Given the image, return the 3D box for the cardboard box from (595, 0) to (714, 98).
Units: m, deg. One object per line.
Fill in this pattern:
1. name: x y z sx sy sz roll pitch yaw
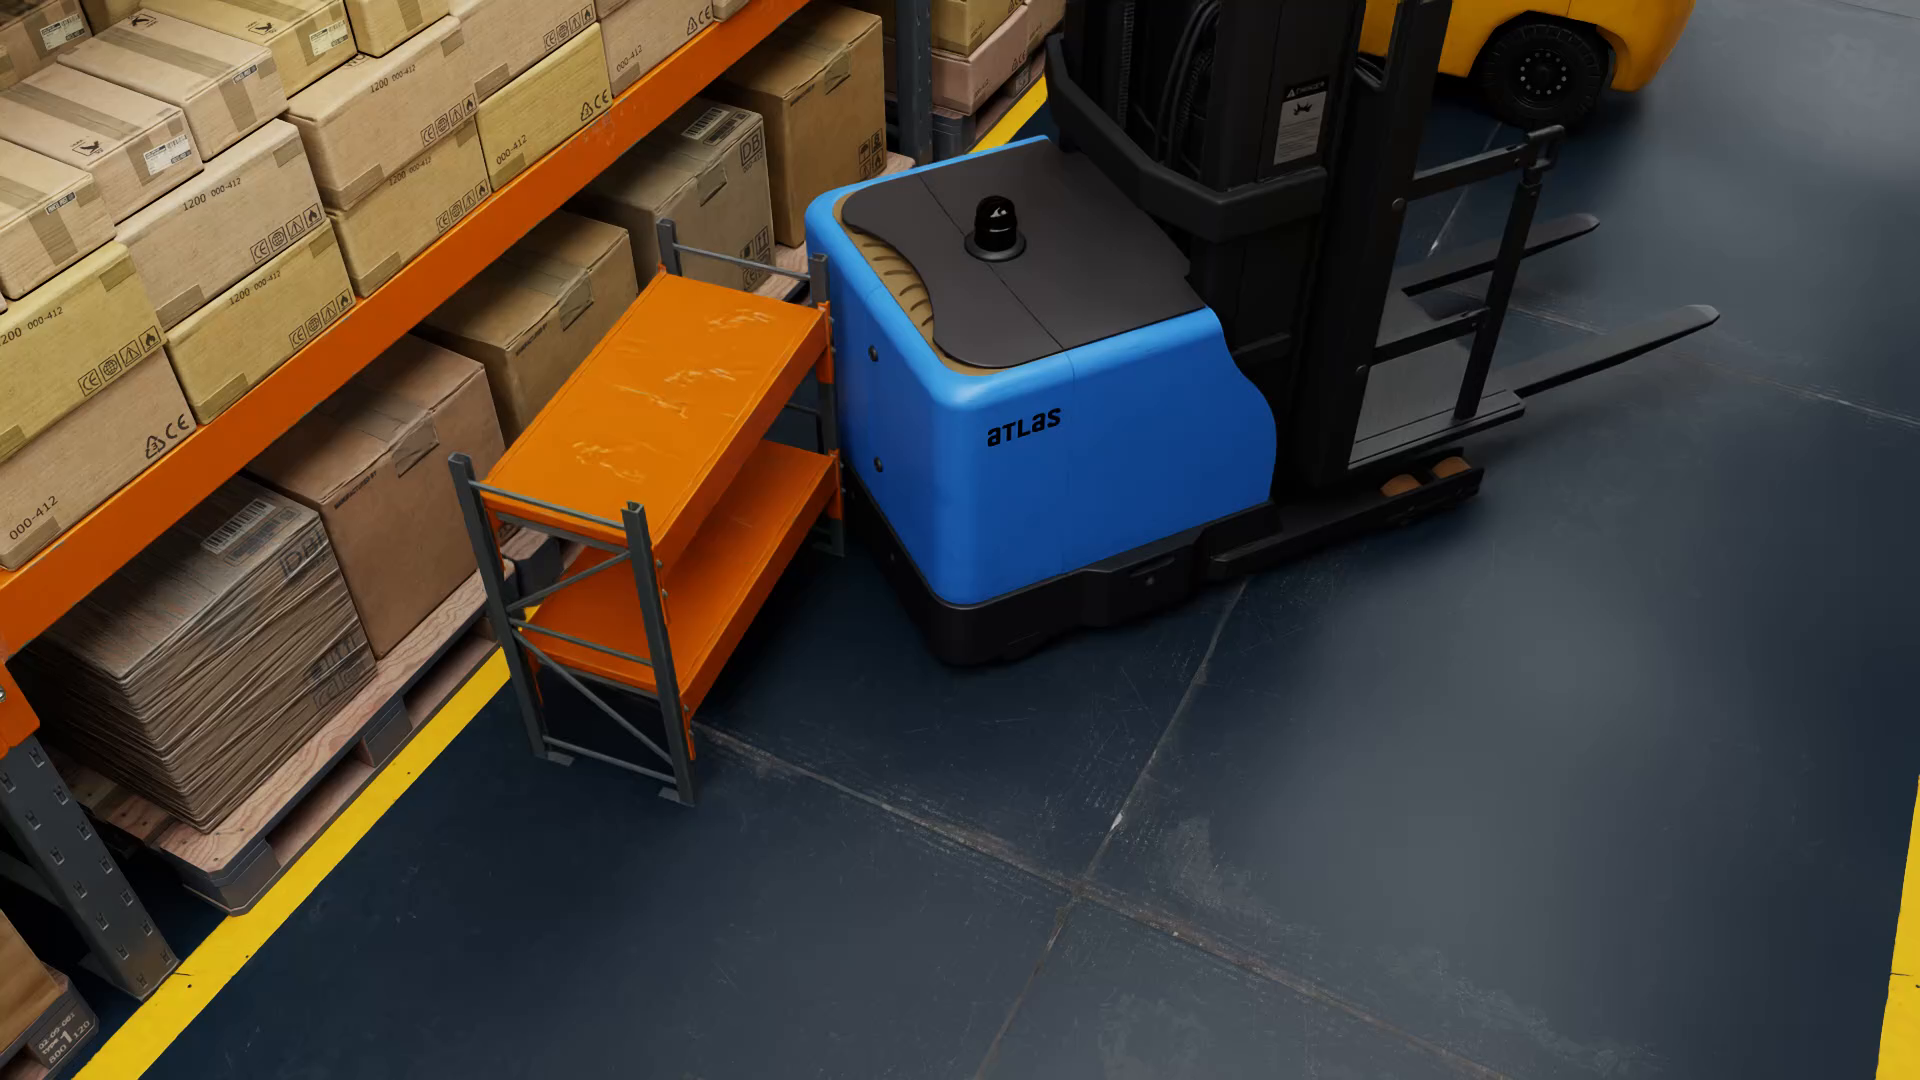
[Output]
1. cardboard box: -1.065 -1.554 4.782 0.500 0.250 0.500 21 49 19

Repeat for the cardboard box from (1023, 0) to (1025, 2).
1. cardboard box: 0.153 -2.509 6.907 0.500 0.250 0.500 20 49 19

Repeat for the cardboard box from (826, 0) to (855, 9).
1. cardboard box: -0.533 -2.363 6.763 0.500 0.250 0.500 19 48 18

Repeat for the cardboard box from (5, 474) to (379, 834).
1. cardboard box: -2.132 0.187 4.330 0.875 0.625 0.625 22 49 20

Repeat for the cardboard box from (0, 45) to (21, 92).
1. cardboard box: -2.265 -0.991 3.594 0.380 0.149 0.250 20 49 19

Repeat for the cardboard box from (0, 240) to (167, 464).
1. cardboard box: -1.989 -0.425 3.315 0.500 0.250 0.500 20 49 19

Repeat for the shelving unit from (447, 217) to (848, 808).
1. shelving unit: -0.770 -0.076 4.534 0.538 1.125 1.048 15 47 14

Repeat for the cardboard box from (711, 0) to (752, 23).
1. cardboard box: -0.808 -1.856 5.081 0.500 0.250 0.500 20 49 19

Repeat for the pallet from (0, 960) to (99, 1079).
1. pallet: -2.814 1.326 3.791 1.003 0.211 1.213 20 49 19

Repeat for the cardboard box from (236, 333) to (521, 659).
1. cardboard box: -1.836 -0.227 4.740 0.875 0.625 0.625 22 49 20

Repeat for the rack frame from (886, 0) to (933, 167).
1. rack frame: -0.577 -2.632 5.742 1.000 3.000 0.127 20 49 19

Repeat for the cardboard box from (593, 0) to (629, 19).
1. cardboard box: -1.053 -1.714 4.589 0.500 0.250 0.500 21 49 20

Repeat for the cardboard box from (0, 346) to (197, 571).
1. cardboard box: -2.011 -0.258 3.501 0.500 0.250 0.500 21 49 19

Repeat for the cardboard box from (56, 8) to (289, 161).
1. cardboard box: -1.696 -0.986 3.589 0.380 0.149 0.250 21 49 19

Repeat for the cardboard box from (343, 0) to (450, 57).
1. cardboard box: -1.435 -1.295 3.894 0.380 0.149 0.250 21 49 20

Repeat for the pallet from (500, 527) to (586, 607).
1. pallet: -1.450 -0.403 5.500 1.003 0.211 1.213 20 49 19

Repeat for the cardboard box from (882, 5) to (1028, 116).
1. cardboard box: -0.059 -2.008 6.764 0.500 0.250 0.500 21 49 19

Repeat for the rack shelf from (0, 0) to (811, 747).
1. rack shelf: -1.505 -1.119 4.752 1.077 0.370 4.000 20 49 19

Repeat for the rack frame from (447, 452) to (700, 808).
1. rack frame: -0.951 0.262 4.200 0.500 1.125 0.032 15 47 14

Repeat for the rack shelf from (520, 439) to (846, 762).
1. rack shelf: -0.770 0.096 4.708 0.538 0.278 1.000 15 47 14

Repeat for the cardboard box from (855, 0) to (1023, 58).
1. cardboard box: -0.079 -2.191 6.593 0.500 0.250 0.500 20 49 19

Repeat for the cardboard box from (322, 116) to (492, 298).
1. cardboard box: -1.541 -0.900 4.136 0.500 0.250 0.500 19 48 18

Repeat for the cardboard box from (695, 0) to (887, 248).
1. cardboard box: -0.809 -1.612 6.109 0.875 0.625 0.625 23 50 21

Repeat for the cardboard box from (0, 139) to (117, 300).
1. cardboard box: -1.902 -0.647 3.254 0.380 0.149 0.250 21 49 20

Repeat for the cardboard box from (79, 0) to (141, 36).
1. cardboard box: -2.023 -1.308 3.907 0.380 0.149 0.250 20 49 19

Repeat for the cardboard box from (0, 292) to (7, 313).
1. cardboard box: -2.025 -0.478 3.087 0.380 0.149 0.250 22 49 20

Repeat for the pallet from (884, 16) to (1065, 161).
1. pallet: -0.171 -2.139 7.215 1.003 0.211 1.213 20 49 19

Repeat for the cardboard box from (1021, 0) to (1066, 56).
1. cardboard box: 0.163 -2.333 7.085 0.500 0.250 0.500 19 48 18

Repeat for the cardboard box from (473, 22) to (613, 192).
1. cardboard box: -1.298 -1.226 4.458 0.500 0.250 0.500 22 49 20

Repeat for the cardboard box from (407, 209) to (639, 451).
1. cardboard box: -1.524 -0.651 5.159 0.875 0.625 0.625 19 48 17

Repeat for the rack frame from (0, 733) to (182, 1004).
1. rack frame: -2.434 -0.112 3.251 1.000 3.000 0.127 20 49 19

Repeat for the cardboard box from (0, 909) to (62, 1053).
1. cardboard box: -2.440 0.957 3.658 0.500 0.500 0.500 22 49 20

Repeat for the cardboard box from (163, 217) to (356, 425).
1. cardboard box: -1.774 -0.573 3.813 0.500 0.250 0.500 19 48 18

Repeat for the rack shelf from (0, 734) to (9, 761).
1. rack shelf: -3.362 1.401 2.262 1.077 0.370 4.000 20 49 19

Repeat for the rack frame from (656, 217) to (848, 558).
1. rack frame: -0.589 -0.414 4.868 0.500 1.125 0.032 15 47 14

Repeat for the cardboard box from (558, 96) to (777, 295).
1. cardboard box: -1.176 -1.126 5.628 0.875 0.625 0.625 20 49 19

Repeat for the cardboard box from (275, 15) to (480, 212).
1. cardboard box: -1.519 -1.072 3.955 0.500 0.250 0.500 19 48 18

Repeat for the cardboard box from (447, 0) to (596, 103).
1. cardboard box: -1.304 -1.403 4.281 0.500 0.250 0.500 21 49 20

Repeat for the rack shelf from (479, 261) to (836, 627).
1. rack shelf: -0.770 -0.282 4.326 0.538 0.278 1.000 15 47 14

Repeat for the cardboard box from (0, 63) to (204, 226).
1. cardboard box: -1.806 -0.817 3.422 0.380 0.149 0.250 22 49 20

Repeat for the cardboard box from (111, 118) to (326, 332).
1. cardboard box: -1.778 -0.749 3.635 0.500 0.250 0.500 22 49 20

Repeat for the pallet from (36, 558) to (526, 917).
1. pallet: -2.017 0.363 4.743 1.003 0.211 1.213 20 49 19

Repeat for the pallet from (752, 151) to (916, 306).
1. pallet: -0.885 -1.174 6.262 1.003 0.211 1.213 20 49 19

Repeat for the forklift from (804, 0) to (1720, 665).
1. forklift: 1.101 -1.395 4.568 3.031 2.935 1.130 -19 48 -18

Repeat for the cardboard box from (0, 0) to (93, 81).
1. cardboard box: -2.213 -1.169 3.770 0.380 0.149 0.250 20 49 18

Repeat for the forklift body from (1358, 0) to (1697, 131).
1. forklift body: 2.015 -3.056 6.758 2.313 2.155 1.214 20 49 19

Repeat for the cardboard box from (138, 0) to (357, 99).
1. cardboard box: -1.605 -1.154 3.756 0.380 0.149 0.250 21 49 19
